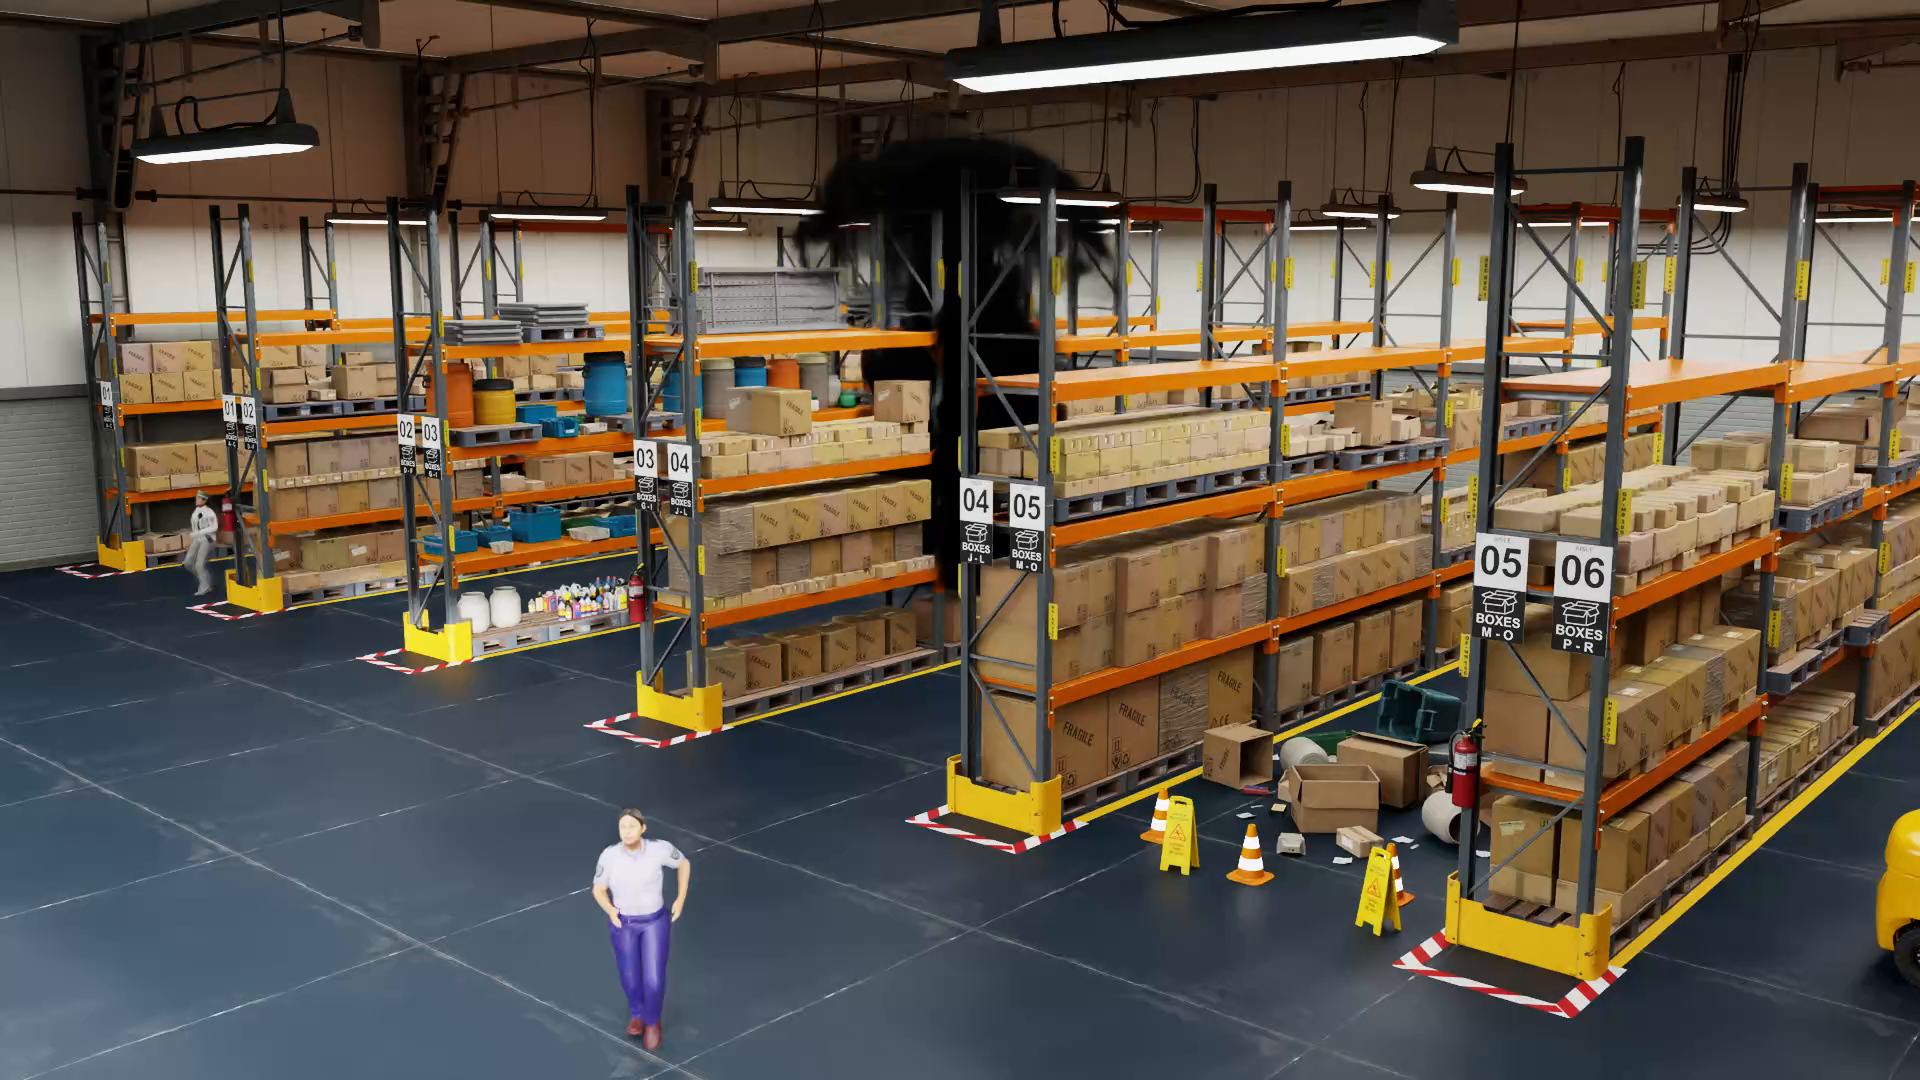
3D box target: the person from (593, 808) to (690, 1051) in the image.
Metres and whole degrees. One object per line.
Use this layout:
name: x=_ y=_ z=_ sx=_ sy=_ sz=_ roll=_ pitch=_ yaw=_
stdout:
person: x=-2.114 y=2.574 z=11.013 sx=0.614 sy=1.632 sz=0.653 roll=0 pitch=9 yaw=-2

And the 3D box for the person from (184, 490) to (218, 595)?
person: x=-11.908 y=0.041 z=26.100 sx=0.599 sy=1.678 sz=0.504 roll=7 pitch=11 yaw=34
